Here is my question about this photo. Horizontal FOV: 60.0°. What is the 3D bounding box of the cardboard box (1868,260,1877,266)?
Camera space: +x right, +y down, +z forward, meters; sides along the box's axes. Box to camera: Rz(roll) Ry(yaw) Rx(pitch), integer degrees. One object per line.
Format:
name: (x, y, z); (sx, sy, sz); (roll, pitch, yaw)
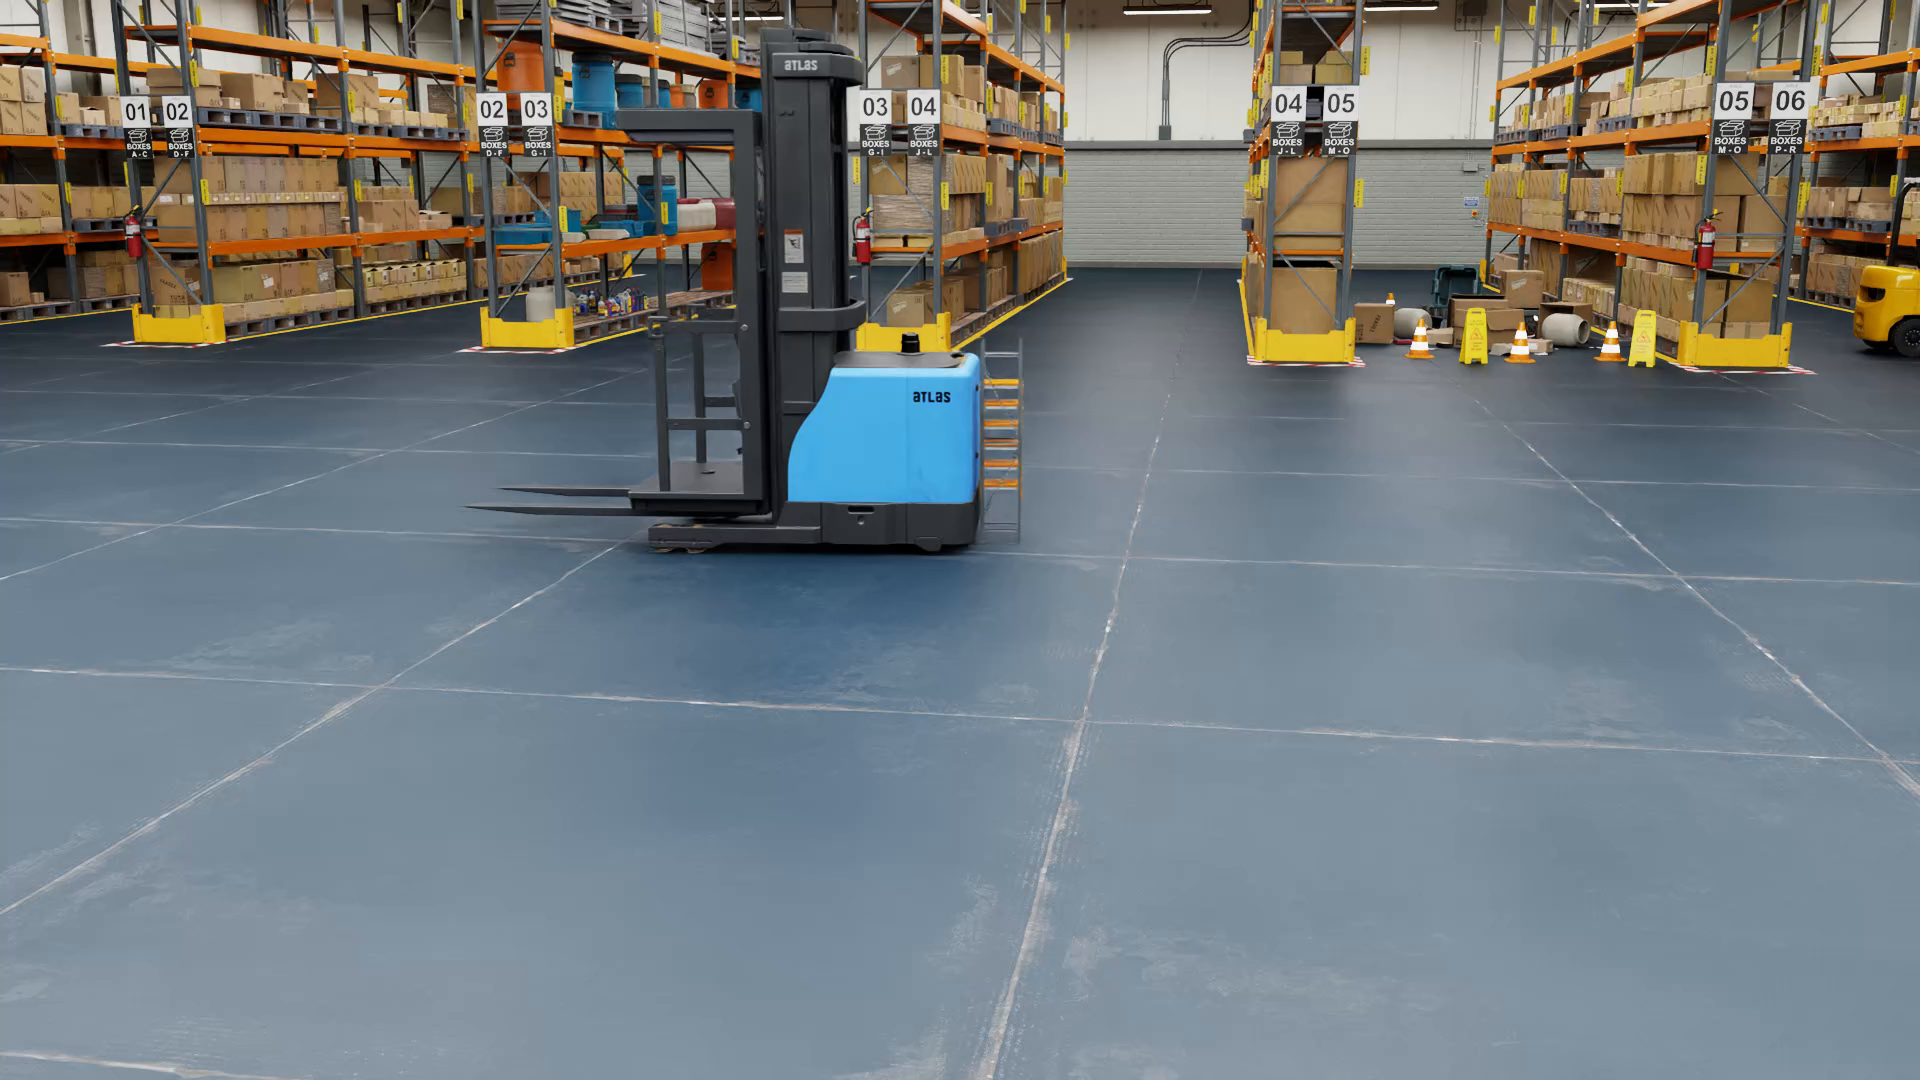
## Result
cardboard box: (15.037, -4.485, 27.082); (0.380, 0.149, 0.250); (1, 12, 6)

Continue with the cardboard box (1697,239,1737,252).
cardboard box: (8.910, -3.473, 19.583); (0.380, 0.149, 0.250); (2, 12, 11)

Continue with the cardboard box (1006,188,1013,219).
cardboard box: (0.472, -5.518, 27.244); (0.700, 0.500, 0.500); (4, 13, 17)

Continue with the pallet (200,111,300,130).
pallet: (-10.196, -5.978, 23.701); (1.003, 0.211, 1.213); (2, 12, 9)

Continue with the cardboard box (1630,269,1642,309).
cardboard box: (9.251, -3.345, 22.145); (0.500, 0.500, 0.500); (2, 12, 11)

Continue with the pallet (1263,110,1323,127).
pallet: (4.637, -5.736, 22.578); (1.003, 0.211, 1.213); (2, 12, 9)

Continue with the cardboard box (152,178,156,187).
cardboard box: (-14.239, -6.419, 29.839); (0.380, 0.149, 0.250); (0, 12, -1)

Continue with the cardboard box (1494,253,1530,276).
cardboard box: (11.522, -5.653, 34.191); (0.875, 0.438, 0.875); (1, 12, 7)

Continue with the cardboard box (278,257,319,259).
cardboard box: (-10.281, -4.128, 25.776); (0.500, 0.500, 0.500); (2, 12, 9)

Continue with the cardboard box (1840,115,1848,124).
cardboard box: (15.173, -7.132, 28.208); (0.380, 0.149, 0.250); (2, 12, 10)

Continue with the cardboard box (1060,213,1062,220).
cardboard box: (1.965, -6.901, 35.490); (0.380, 0.149, 0.250); (2, 12, 9)

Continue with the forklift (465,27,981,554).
forklift: (-1.407, -1.465, 9.832); (3.031, 2.935, 1.130); (1, 12, 4)

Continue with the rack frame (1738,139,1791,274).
rack frame: (16.430, -6.681, 33.876); (1.000, 3.000, 0.127); (2, 12, 9)

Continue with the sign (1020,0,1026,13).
sign: (1.040, -8.910, 27.570); (0.100, 0.325, 0.005); (2, 12, 9)

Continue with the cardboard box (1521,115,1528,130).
cardboard box: (10.692, -7.807, 31.063); (0.396, 0.266, 0.258); (2, 12, 10)

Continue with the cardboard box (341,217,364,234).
cardboard box: (-9.868, -5.017, 26.508); (0.500, 0.250, 0.500); (3, 12, 12)

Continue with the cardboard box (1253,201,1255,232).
cardboard box: (5.052, -5.280, 27.134); (0.500, 0.500, 0.500); (2, 12, 9)

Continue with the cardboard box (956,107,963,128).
cardboard box: (-0.245, -5.527, 21.757); (0.500, 0.250, 0.500); (2, 12, 8)

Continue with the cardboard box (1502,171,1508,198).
cardboard box: (10.950, -6.969, 32.601); (0.500, 0.500, 0.500); (2, 12, 9)

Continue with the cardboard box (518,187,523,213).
cardboard box: (-9.007, -6.669, 32.585); (0.700, 0.500, 0.500); (4, 13, 18)

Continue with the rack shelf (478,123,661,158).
rack shelf: (-5.314, -5.523, 23.090); (1.077, 0.370, 4.000); (2, 12, 9)

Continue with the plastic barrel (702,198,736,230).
plastic barrel: (-4.164, -5.618, 28.617); (0.600, 0.536, 0.708); (2, 12, 9)

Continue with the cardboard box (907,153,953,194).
cardboard box: (-0.374, -4.620, 20.996); (0.500, 0.500, 0.500); (2, 12, 9)

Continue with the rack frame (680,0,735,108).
rack frame: (-4.392, -8.590, 28.493); (1.000, 3.000, 0.127); (2, 12, 9)

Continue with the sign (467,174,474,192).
sign: (-8.736, -6.368, 29.671); (0.100, 0.325, 0.005); (2, 12, 9)

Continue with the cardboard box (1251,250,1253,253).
cardboard box: (5.234, -4.816, 28.378); (0.500, 0.250, 0.500); (2, 12, 7)

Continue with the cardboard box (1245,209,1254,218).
cardboard box: (5.010, -5.515, 28.065); (0.380, 0.149, 0.250); (2, 12, 10)

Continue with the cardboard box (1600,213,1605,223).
cardboard box: (9.584, -4.704, 24.301); (0.380, 0.149, 0.250); (2, 12, 9)

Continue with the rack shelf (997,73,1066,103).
rack shelf: (1.425, -9.132, 33.662); (1.077, 0.370, 4.000); (2, 12, 9)

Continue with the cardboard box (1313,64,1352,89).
cardboard box: (4.485, -5.535, 19.851); (0.500, 0.250, 0.500); (2, 12, 9)

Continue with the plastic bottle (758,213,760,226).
plastic bottle: (-3.792, -5.965, 30.847); (0.152, 0.276, 0.135); (2, 12, 9)

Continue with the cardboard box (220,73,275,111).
cardboard box: (-9.990, -6.279, 23.324); (0.500, 0.500, 0.500); (2, 12, 9)

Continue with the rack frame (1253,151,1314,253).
rack frame: (5.388, -5.315, 27.537); (1.000, 3.000, 0.127); (2, 12, 9)

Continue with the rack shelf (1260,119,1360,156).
rack shelf: (4.465, -5.181, 21.502); (1.077, 0.370, 4.000); (2, 12, 9)

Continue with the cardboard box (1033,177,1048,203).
cardboard box: (1.444, -6.860, 32.574); (0.500, 0.500, 0.500); (2, 12, 9)

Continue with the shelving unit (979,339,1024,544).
shelving unit: (0.245, -0.582, 9.845); (0.258, 1.200, 0.189); (0, 12, 2)

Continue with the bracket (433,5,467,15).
bracket: (-12.702, -13.372, 42.135); (0.076, 0.066, 3.189); (2, 12, 9)

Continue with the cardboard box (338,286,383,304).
cardboard box: (-9.594, -3.923, 26.608); (0.500, 0.250, 0.500); (2, 12, 7)

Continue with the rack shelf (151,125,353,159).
rack shelf: (-10.208, -5.685, 23.838); (1.077, 0.370, 4.000); (2, 12, 9)

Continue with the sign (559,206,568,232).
sign: (-5.079, -4.109, 21.282); (0.100, 0.325, 0.005); (2, 12, 9)

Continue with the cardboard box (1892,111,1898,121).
cardboard box: (15.076, -6.739, 26.432); (0.380, 0.149, 0.250); (2, 12, 7)

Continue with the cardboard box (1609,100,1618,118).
cardboard box: (9.788, -6.279, 24.249); (0.500, 0.250, 0.500); (2, 12, 9)

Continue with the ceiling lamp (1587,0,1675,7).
ceiling lamp: (14.542, -13.101, 35.568); (2.000, 3.185, 0.800); (2, 12, 9)

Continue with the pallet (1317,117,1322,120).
pallet: (4.865, -6.048, 24.271); (0.805, 0.209, 1.217); (1, 12, 6)

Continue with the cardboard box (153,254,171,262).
cardboard box: (-14.390, -5.070, 29.508); (0.500, 0.250, 0.500); (2, 12, 10)

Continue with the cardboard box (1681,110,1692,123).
cardboard box: (9.019, -5.149, 20.240); (0.380, 0.149, 0.250); (2, 12, 8)

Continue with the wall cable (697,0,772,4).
wall cable: (-5.996, -14.729, 41.564); (3.097, 2.526, 0.112); (2, 12, 9)

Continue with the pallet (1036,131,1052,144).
pallet: (1.254, -7.923, 32.726); (1.003, 0.211, 1.213); (2, 12, 9)

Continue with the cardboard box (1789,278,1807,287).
cardboard box: (15.610, -4.786, 30.850); (0.380, 0.149, 0.250); (2, 12, 7)

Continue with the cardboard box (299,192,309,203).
cardboard box: (-9.889, -5.077, 24.654); (0.380, 0.149, 0.250); (2, 12, 8)

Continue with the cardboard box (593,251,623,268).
cardboard box: (-7.895, -6.356, 37.256); (0.500, 0.500, 0.500); (2, 12, 9)

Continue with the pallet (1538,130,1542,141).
pallet: (10.817, -7.189, 29.566); (0.805, 0.209, 1.217); (1, 12, 6)

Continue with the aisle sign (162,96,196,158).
aisle sign: (-10.223, -5.401, 21.763); (0.394, 0.787, 0.004); (2, 12, 9)

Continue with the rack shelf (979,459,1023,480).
rack shelf: (0.245, -0.421, 9.879); (0.258, 0.103, 0.180); (0, 12, 2)

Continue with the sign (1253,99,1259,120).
sign: (4.852, -7.052, 27.250); (0.100, 0.325, 0.005); (2, 12, 9)

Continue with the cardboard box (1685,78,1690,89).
cardboard box: (9.124, -5.586, 20.375); (0.380, 0.149, 0.250); (2, 12, 7)

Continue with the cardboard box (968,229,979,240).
cardboard box: (0.071, -4.330, 23.561); (0.380, 0.149, 0.250); (2, 12, 9)
